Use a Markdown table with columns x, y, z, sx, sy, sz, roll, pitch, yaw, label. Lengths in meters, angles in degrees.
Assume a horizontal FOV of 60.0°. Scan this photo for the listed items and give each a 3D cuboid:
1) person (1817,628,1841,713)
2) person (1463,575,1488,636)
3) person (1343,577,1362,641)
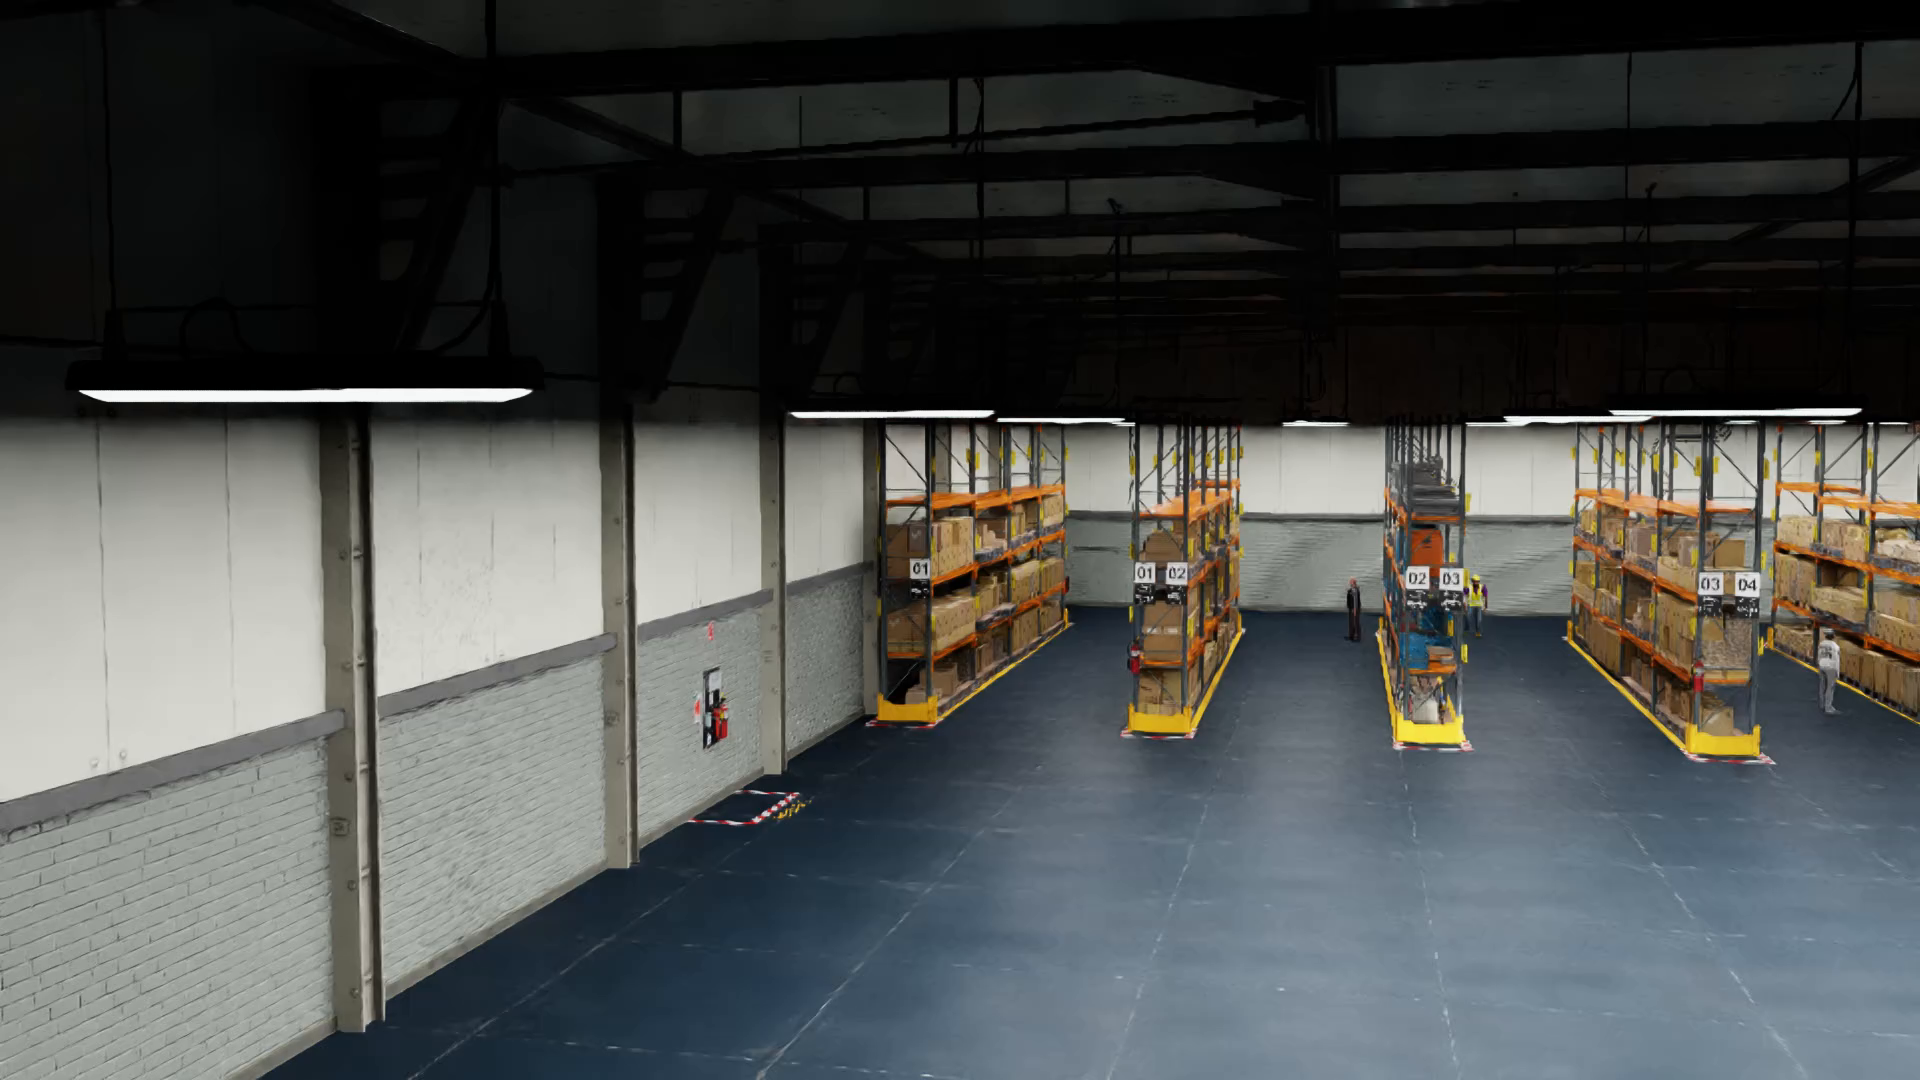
| x | y | z | sx | sy | sz | roll | pitch | yaw | label |
| --- | --- | --- | --- | --- | --- | --- | --- | --- | --- |
| 17.498 | 2.612 | 33.433 | 0.408 | 1.680 | 0.538 | -1 | 4 | -18 | person |
| 14.084 | 1.795 | 45.537 | 0.719 | 1.714 | 0.578 | 1 | 4 | 11 | person |
| 10.545 | 1.840 | 44.564 | 0.480 | 1.719 | 0.617 | 1 | 4 | 9 | person |
